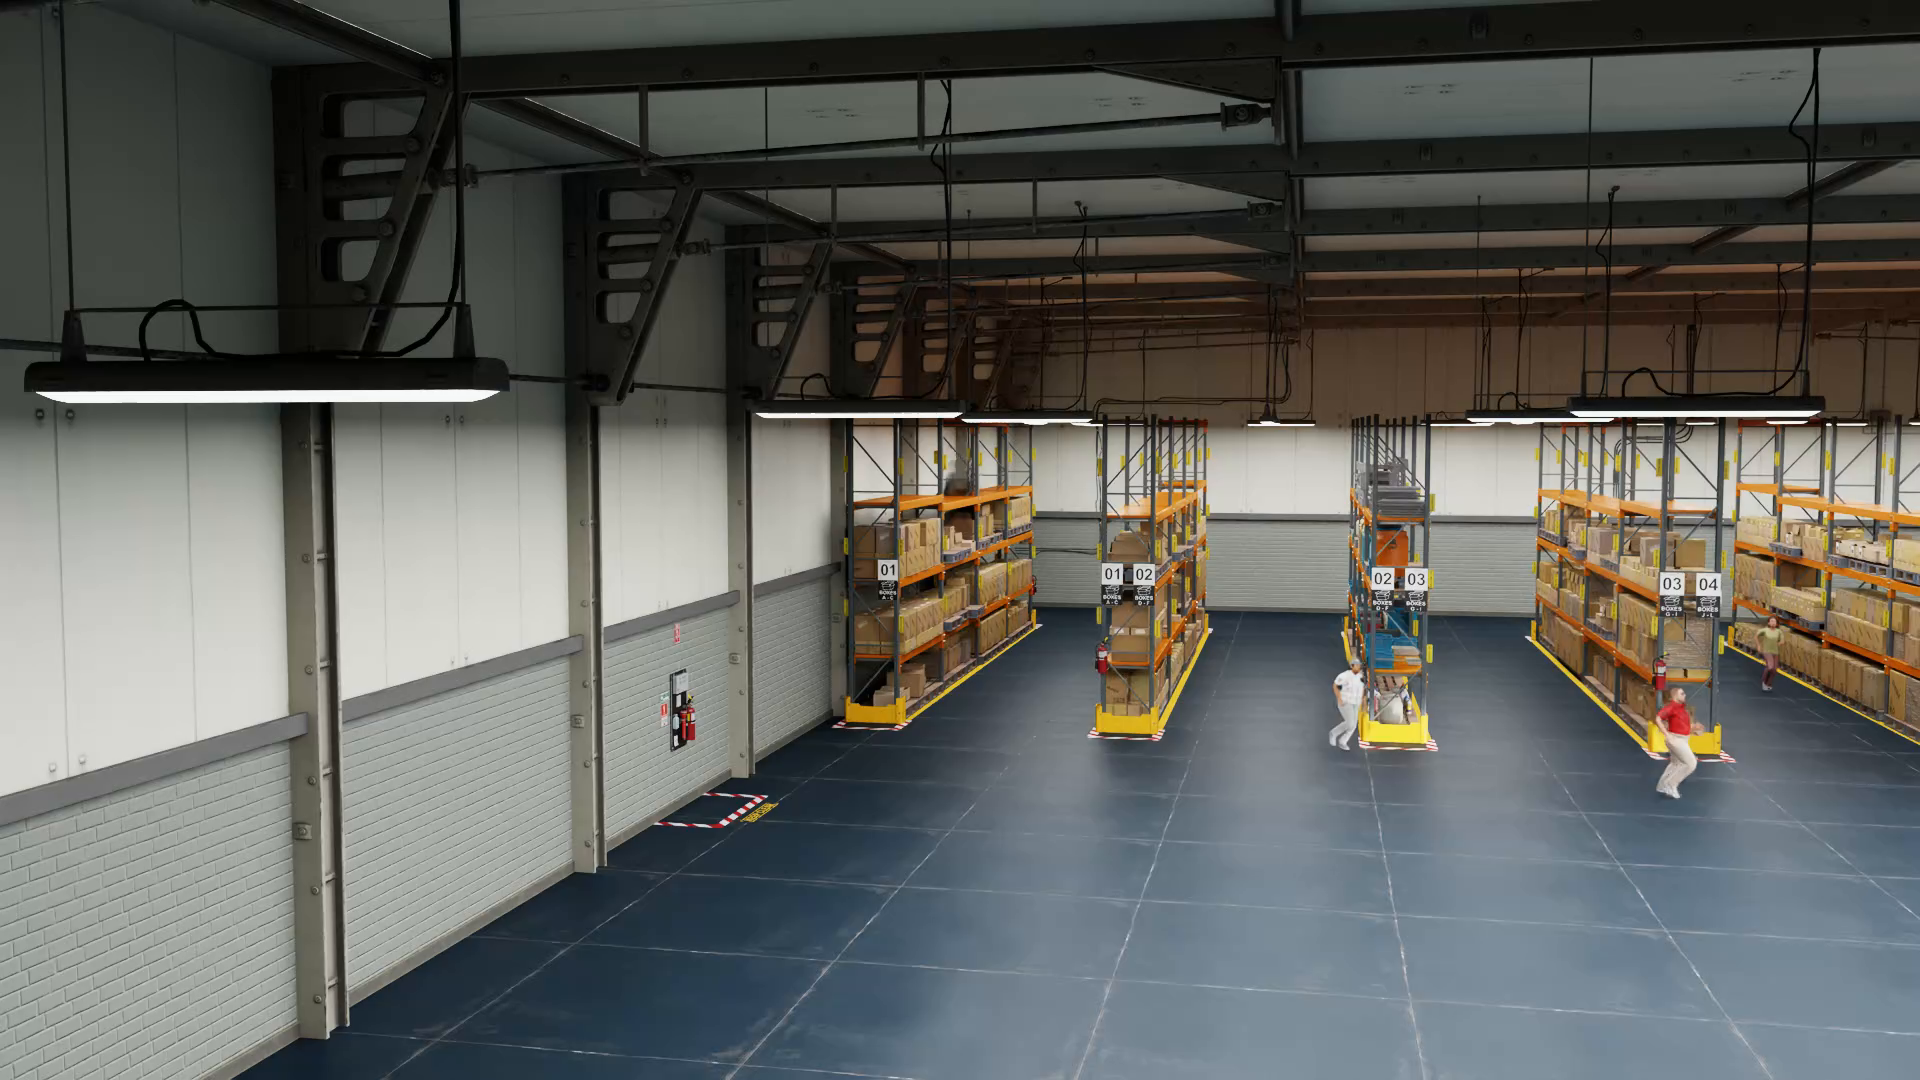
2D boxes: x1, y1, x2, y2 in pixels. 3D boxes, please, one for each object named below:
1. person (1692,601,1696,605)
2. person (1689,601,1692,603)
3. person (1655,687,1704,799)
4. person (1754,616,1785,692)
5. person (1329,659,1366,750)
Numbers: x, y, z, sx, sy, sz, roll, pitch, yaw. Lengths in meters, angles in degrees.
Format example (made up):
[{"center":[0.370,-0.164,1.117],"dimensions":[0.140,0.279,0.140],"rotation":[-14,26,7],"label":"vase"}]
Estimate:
[{"center":[19.916,1.918,44.782],"dimensions":[0.545,1.647,0.689],"rotation":[-1,4,-16],"label":"person"},{"center":[19.142,2.019,44.234],"dimensions":[0.453,1.547,0.603],"rotation":[-3,5,-34],"label":"person"},{"center":[11.166,3.150,25.785],"dimensions":[0.678,1.721,0.637],"rotation":[3,5,36],"label":"person"},{"center":[17.630,2.476,36.139],"dimensions":[0.550,1.640,0.634],"rotation":[0,4,5],"label":"person"},{"center":[7.006,2.936,29.821],"dimensions":[0.683,1.611,0.524],"rotation":[-2,4,-30],"label":"person"}]
